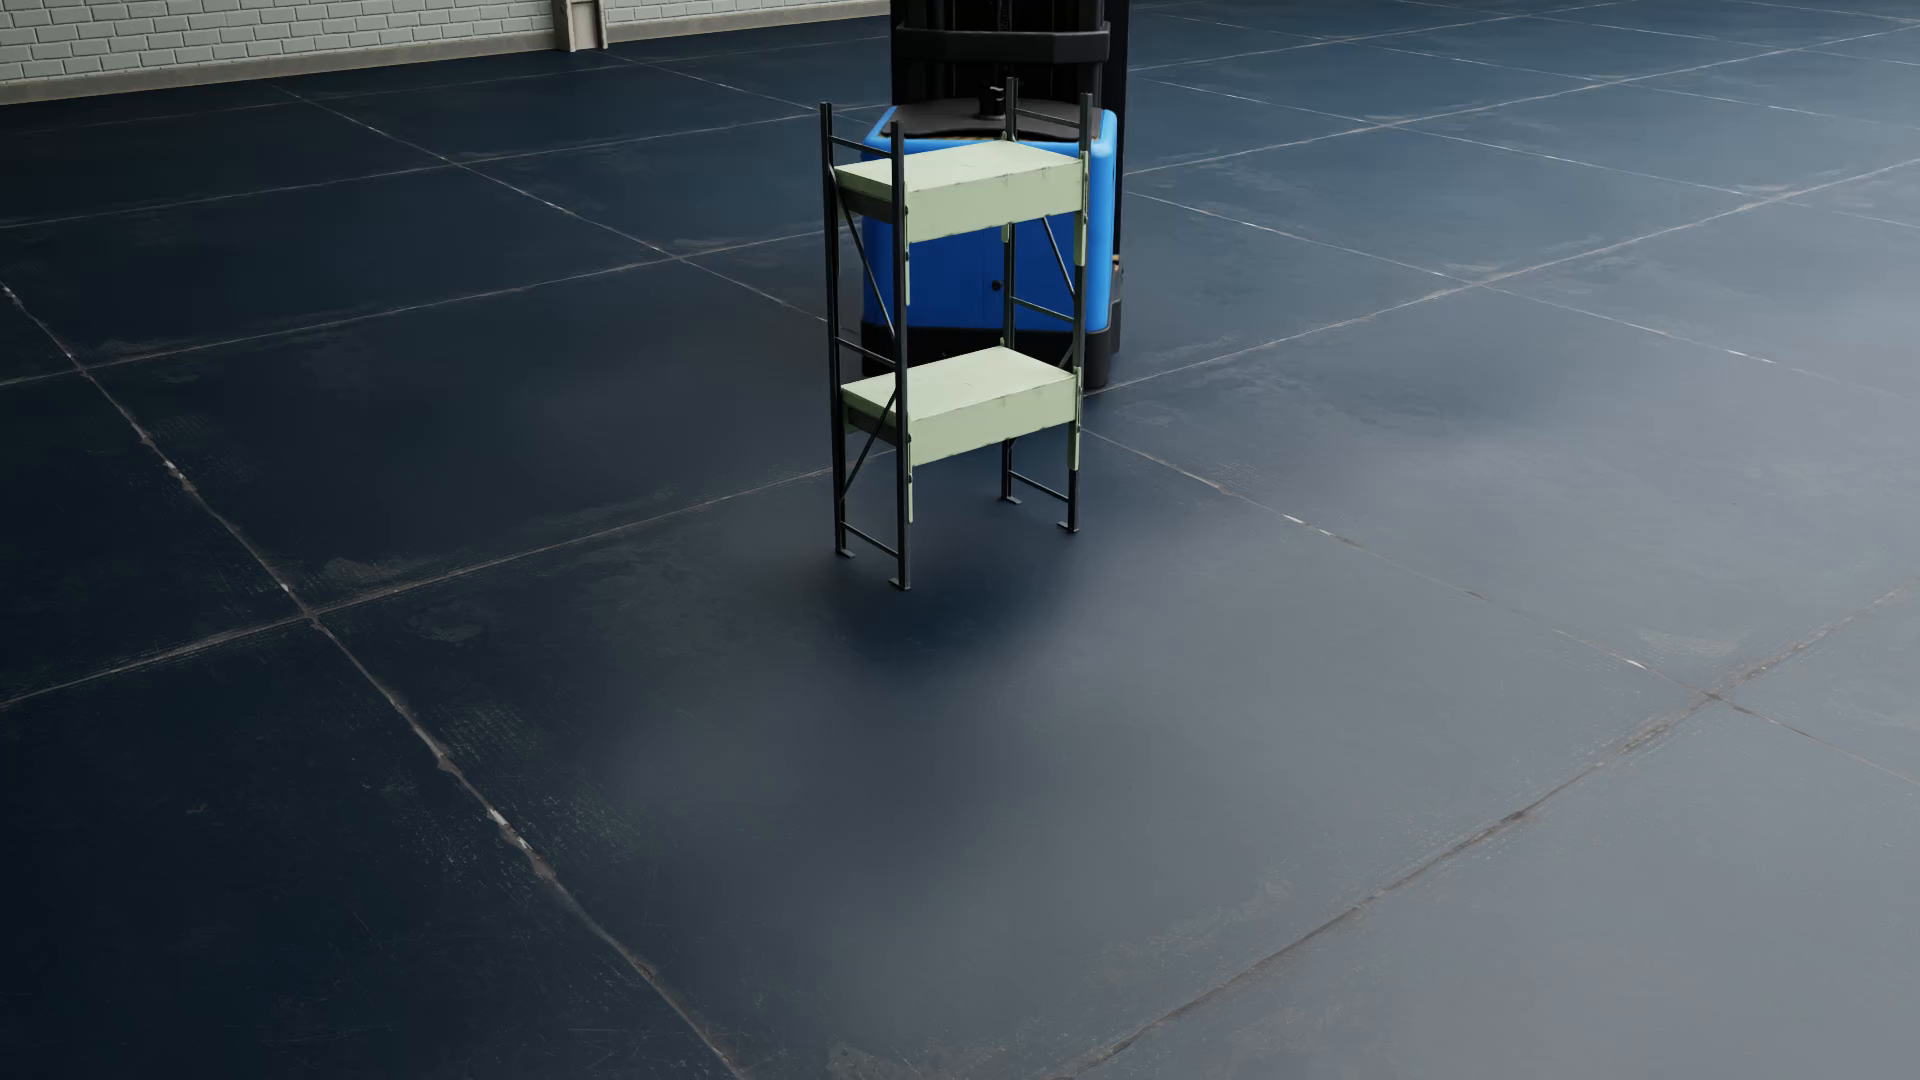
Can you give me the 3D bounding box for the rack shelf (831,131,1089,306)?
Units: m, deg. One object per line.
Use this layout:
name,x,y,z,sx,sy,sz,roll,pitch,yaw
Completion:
rack shelf,-0.005,-1.033,5.266,0.720,0.370,0.431,-18,31,-34

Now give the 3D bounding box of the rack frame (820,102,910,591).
rack frame,-0.293,-0.583,5.226,0.023,1.500,0.400,-18,31,-34

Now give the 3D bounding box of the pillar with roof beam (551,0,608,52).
pillar with roof beam,-0.950,-7.351,10.900,0.400,9.000,9.100,-18,31,-34

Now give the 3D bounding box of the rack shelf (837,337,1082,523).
rack shelf,-0.005,-0.383,5.568,0.720,0.370,0.431,-18,31,-34

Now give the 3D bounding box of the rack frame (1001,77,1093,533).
rack frame,0.283,-0.774,5.635,0.023,1.500,0.400,-18,31,-34

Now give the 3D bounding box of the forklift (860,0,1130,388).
forklift,0.253,-2.552,7.766,1.130,2.935,3.031,3,25,5

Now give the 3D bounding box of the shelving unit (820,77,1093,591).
shelving unit,-0.005,-0.679,5.431,0.755,1.500,0.431,-18,31,-34
